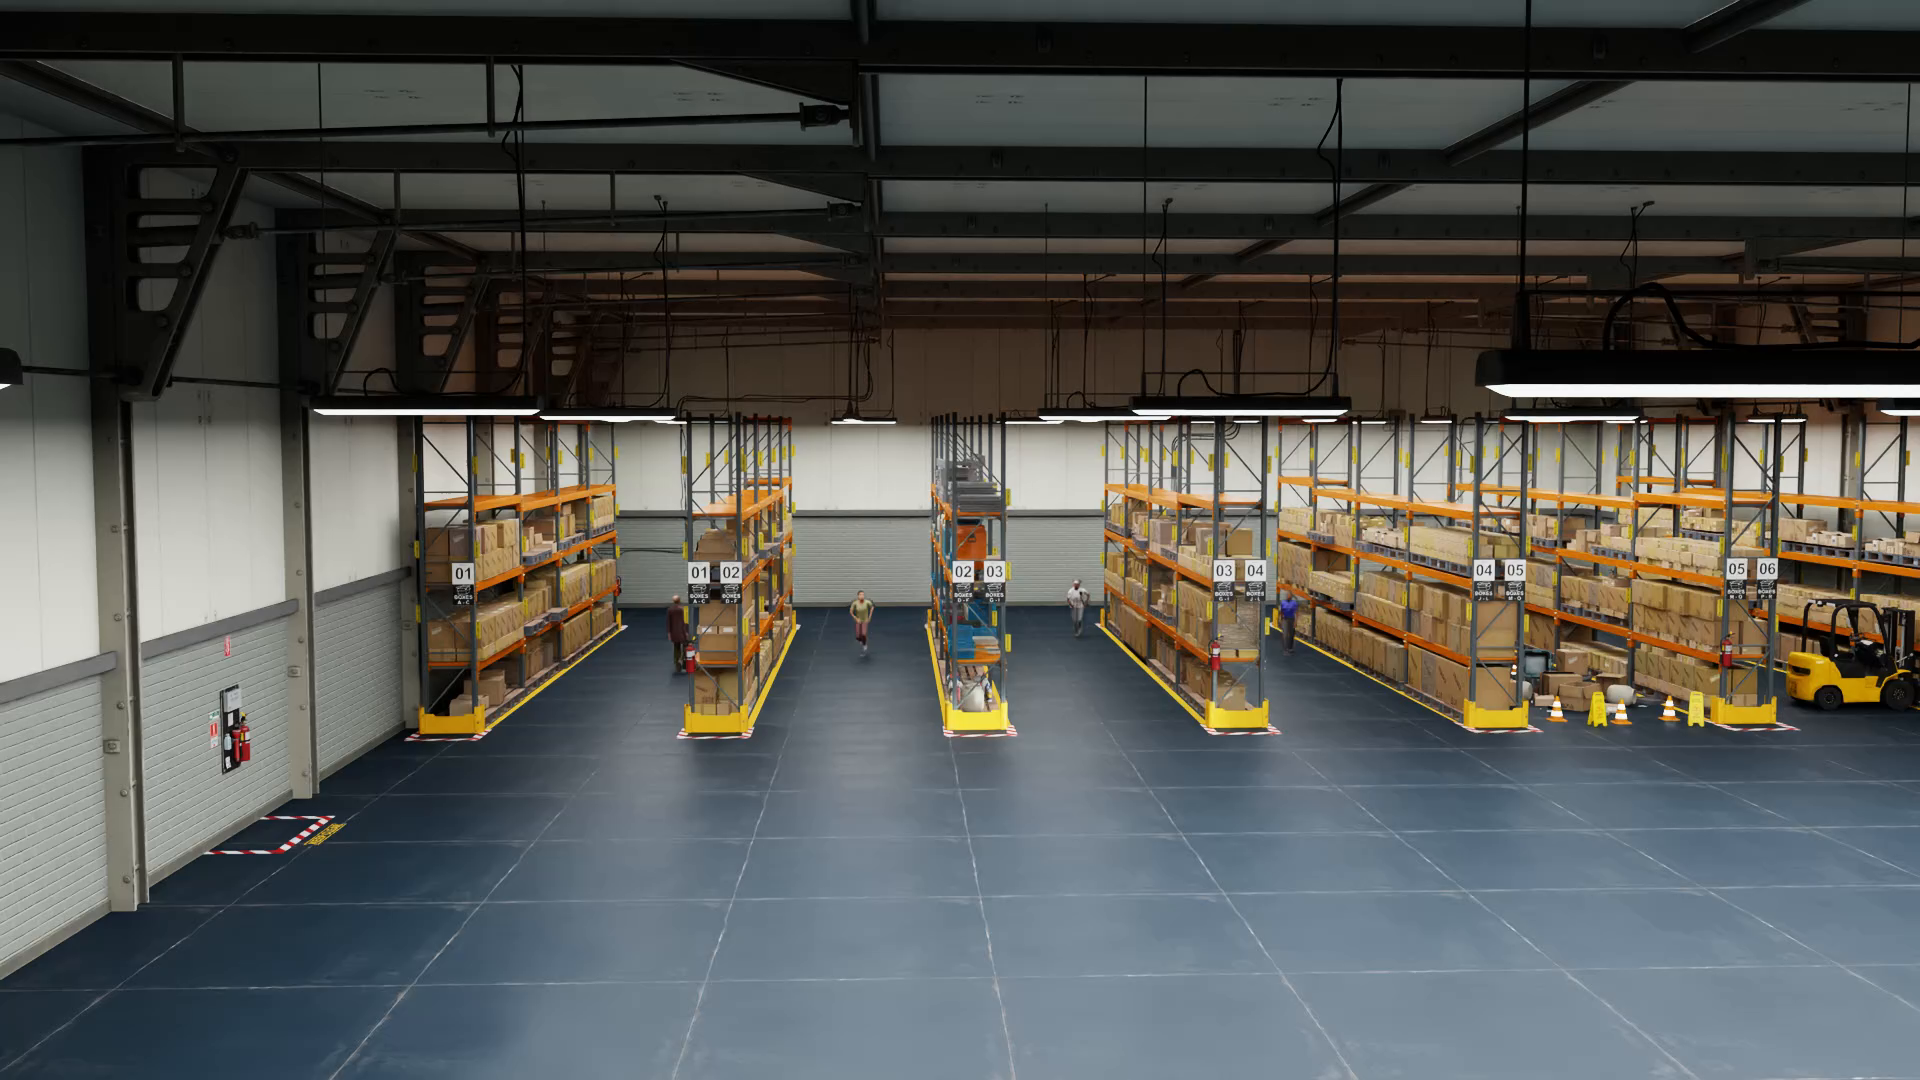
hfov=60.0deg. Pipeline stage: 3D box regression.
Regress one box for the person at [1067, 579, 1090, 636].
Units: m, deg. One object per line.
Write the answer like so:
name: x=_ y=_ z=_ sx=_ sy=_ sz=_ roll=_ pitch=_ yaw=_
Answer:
person: x=3.229 y=1.838 z=45.351 sx=0.615 sy=1.607 sz=0.738 roll=1 pitch=4 yaw=8

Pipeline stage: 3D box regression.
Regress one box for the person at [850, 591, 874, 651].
person: x=-2.445 y=2.007 z=41.414 sx=0.564 sy=1.517 sz=0.699 roll=0 pitch=4 yaw=6

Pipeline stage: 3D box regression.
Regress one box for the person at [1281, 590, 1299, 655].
person: x=8.273 y=2.065 z=41.704 sx=0.425 sy=1.595 sz=0.971 roll=1 pitch=4 yaw=9

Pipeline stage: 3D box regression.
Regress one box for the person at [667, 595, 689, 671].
person: x=-6.594 y=2.180 z=38.980 sx=0.625 sy=1.770 sz=0.571 roll=0 pitch=4 yaw=7
